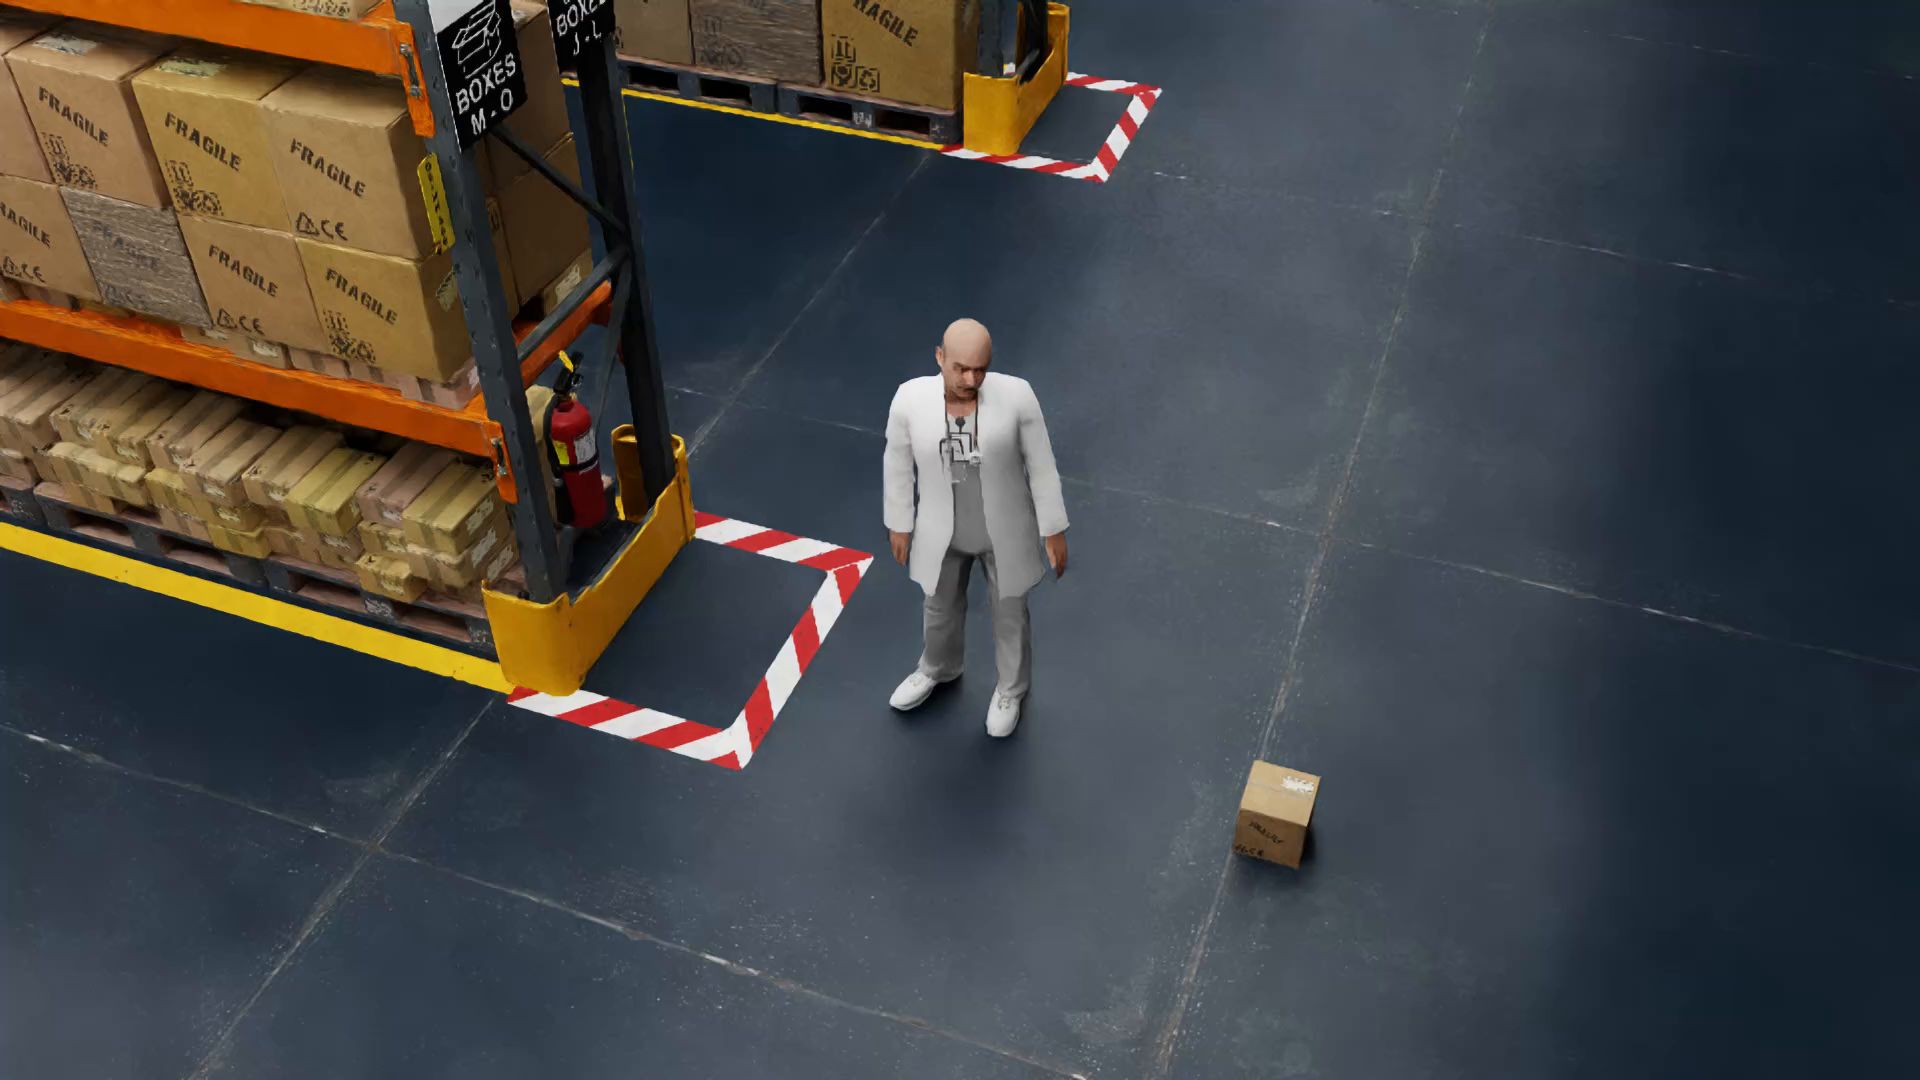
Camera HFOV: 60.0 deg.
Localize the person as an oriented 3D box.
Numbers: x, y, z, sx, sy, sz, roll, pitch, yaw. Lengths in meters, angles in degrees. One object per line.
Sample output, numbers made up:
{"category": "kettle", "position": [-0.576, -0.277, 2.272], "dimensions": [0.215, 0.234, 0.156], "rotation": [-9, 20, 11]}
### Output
{"category": "person", "position": [0.054, -0.015, 6.136], "dimensions": [0.692, 1.795, 0.434], "rotation": [4, 41, 5]}
